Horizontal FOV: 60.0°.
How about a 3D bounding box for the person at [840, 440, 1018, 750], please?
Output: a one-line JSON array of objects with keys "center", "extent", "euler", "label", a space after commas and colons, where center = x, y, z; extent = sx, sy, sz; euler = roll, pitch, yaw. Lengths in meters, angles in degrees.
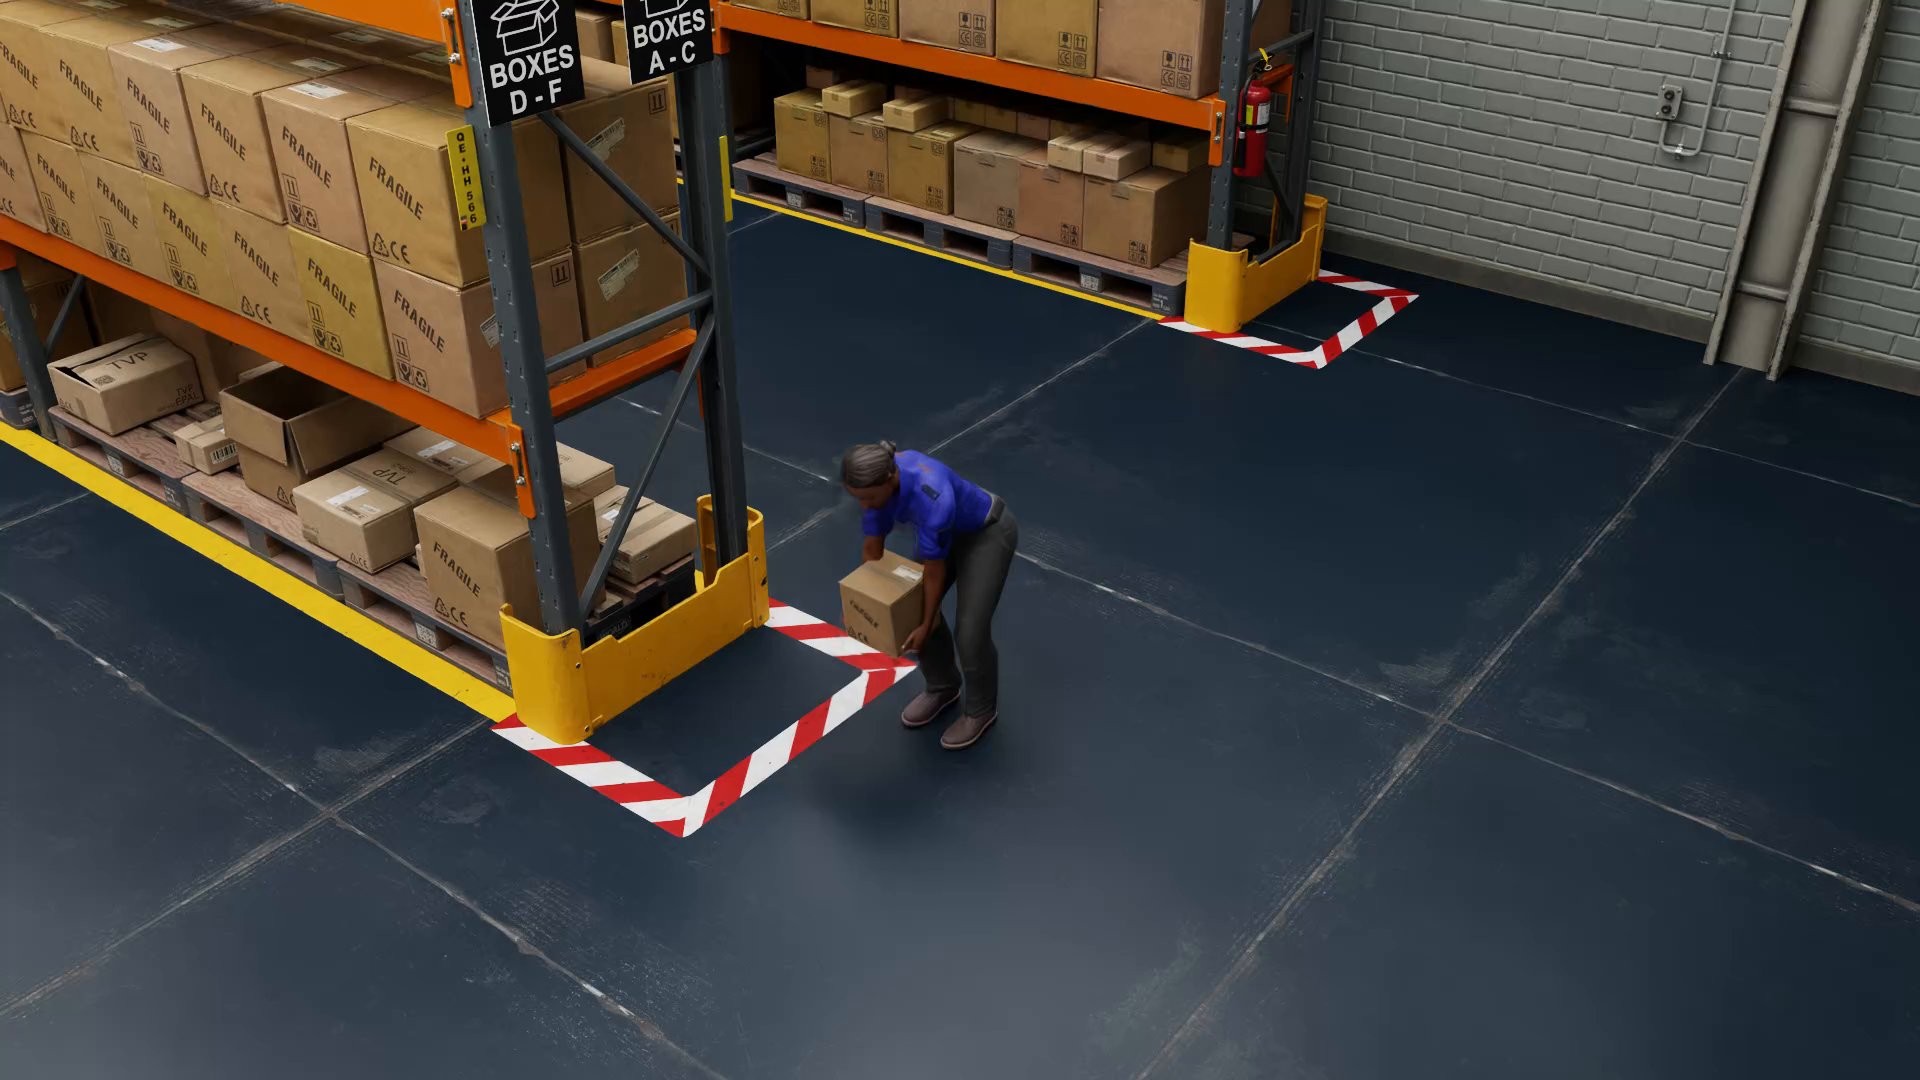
[{"center": [-0.125, 0.168, 6.135], "extent": [0.416, 1.381, 0.759], "euler": [25, 39, 35], "label": "person"}]
